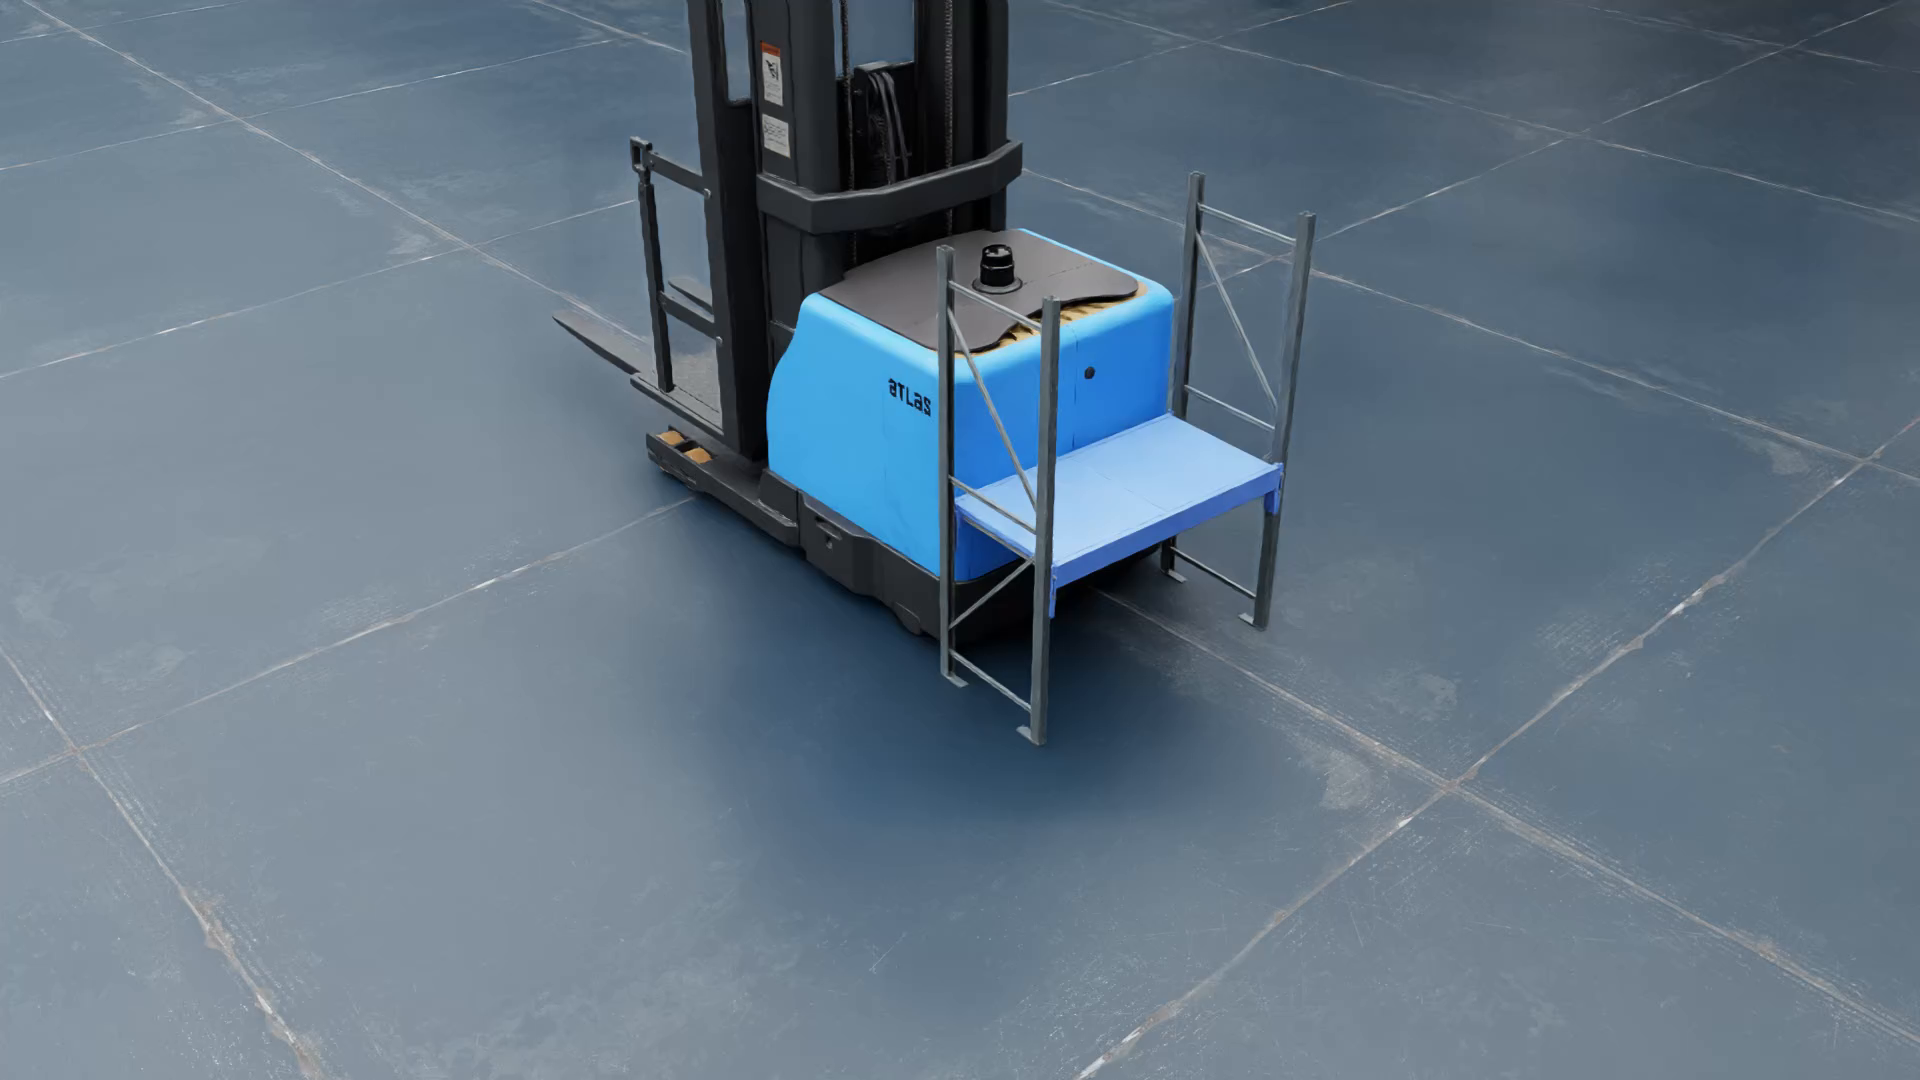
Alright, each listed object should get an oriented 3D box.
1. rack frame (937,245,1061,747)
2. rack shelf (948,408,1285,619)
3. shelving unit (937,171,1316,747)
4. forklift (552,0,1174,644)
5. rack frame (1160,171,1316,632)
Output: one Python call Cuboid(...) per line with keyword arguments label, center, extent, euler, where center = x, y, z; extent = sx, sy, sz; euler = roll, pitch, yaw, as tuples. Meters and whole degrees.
Cuboid(label="rack frame", center=(0.102, -0.099, 4.974), extent=(0.032, 1.500, 0.500), euler=(-23, 38, -32))
Cuboid(label="rack shelf", center=(0.499, -0.111, 5.338), extent=(1.000, 0.185, 0.538), euler=(-23, 38, -32))
Cuboid(label="shelving unit", center=(0.499, -0.264, 5.245), extent=(1.048, 1.500, 0.538), euler=(-23, 38, -32))
Cuboid(label="forklift", center=(-0.603, -1.597, 6.052), extent=(1.130, 2.935, 3.031), euler=(-24, 39, -34))
Cuboid(label="rack frame", center=(0.896, -0.430, 5.515), extent=(0.032, 1.500, 0.500), euler=(-23, 38, -32))
